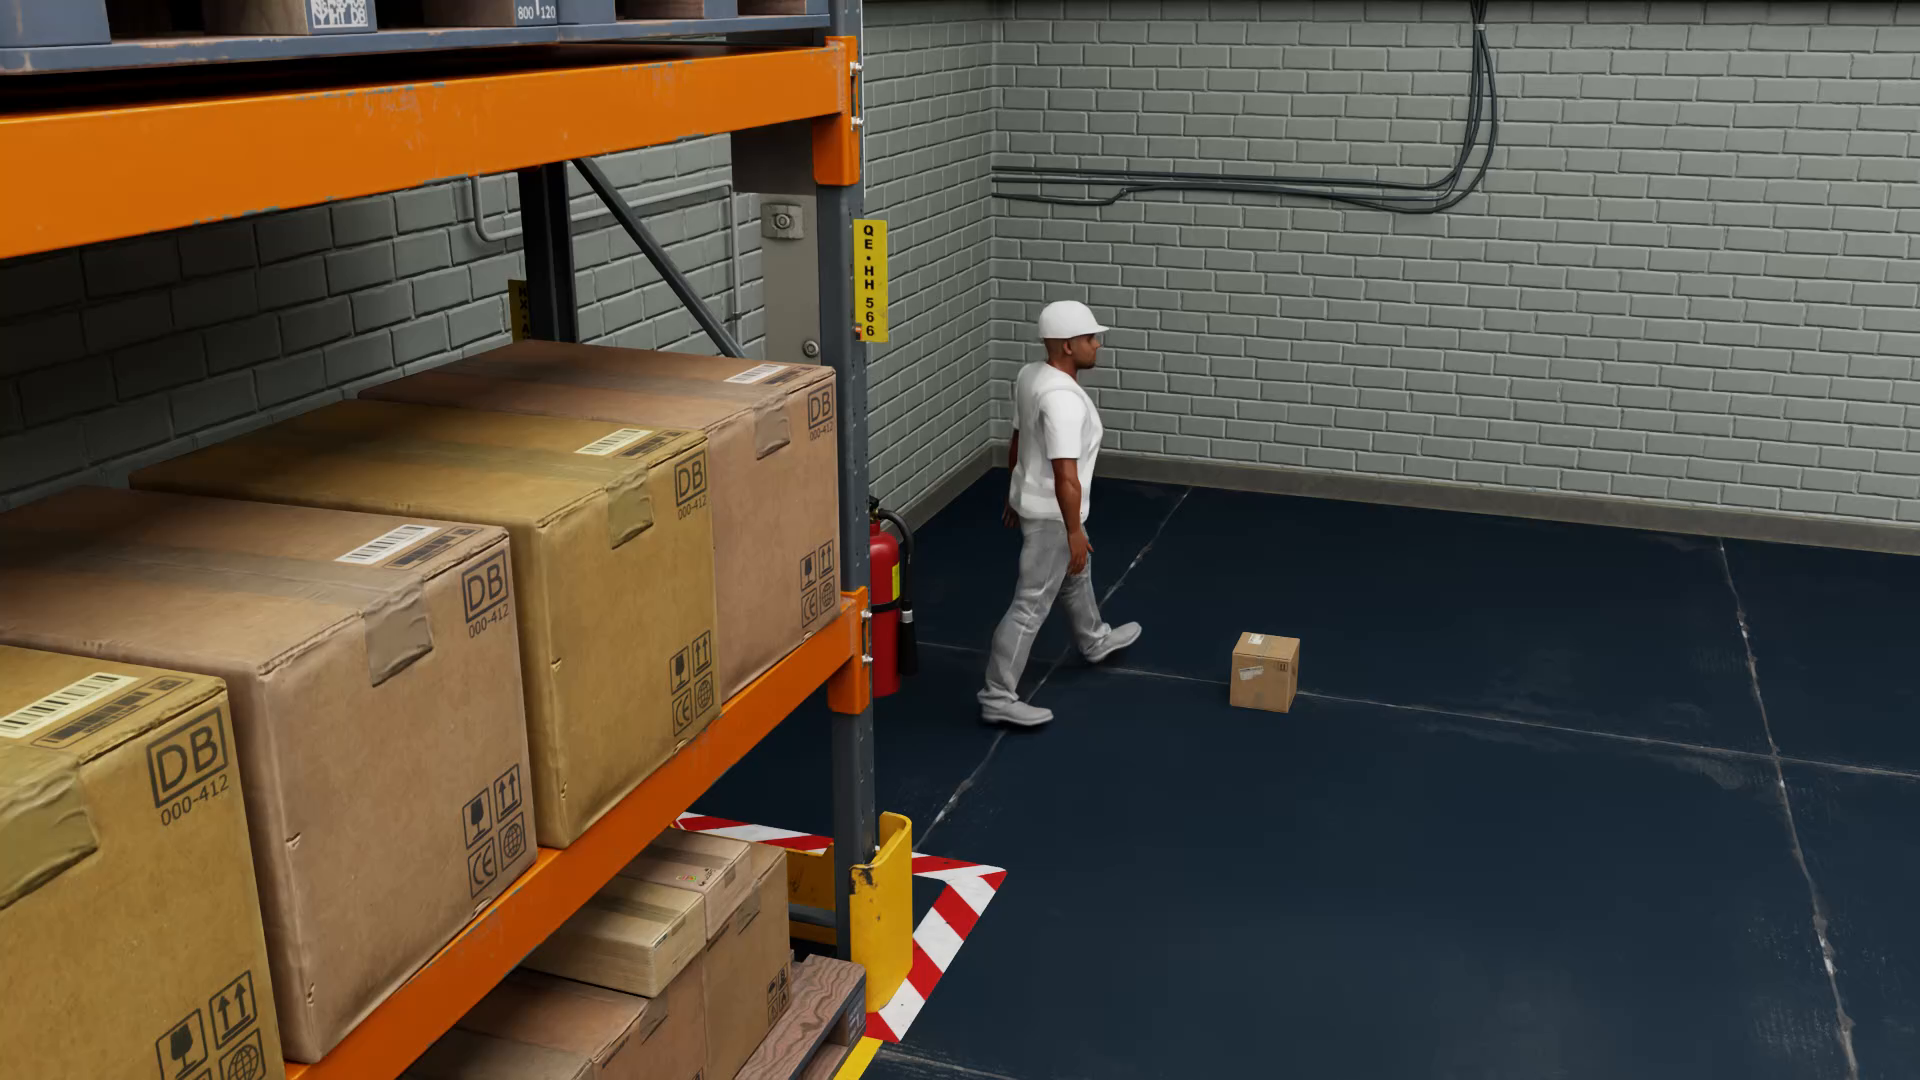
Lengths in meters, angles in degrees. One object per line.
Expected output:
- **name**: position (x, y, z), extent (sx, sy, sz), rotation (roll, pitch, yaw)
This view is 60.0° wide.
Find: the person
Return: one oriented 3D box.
- **person**: position (0.410, -0.448, 6.818), extent (0.388, 1.062, 0.680), rotation (-3, 19, -9)
